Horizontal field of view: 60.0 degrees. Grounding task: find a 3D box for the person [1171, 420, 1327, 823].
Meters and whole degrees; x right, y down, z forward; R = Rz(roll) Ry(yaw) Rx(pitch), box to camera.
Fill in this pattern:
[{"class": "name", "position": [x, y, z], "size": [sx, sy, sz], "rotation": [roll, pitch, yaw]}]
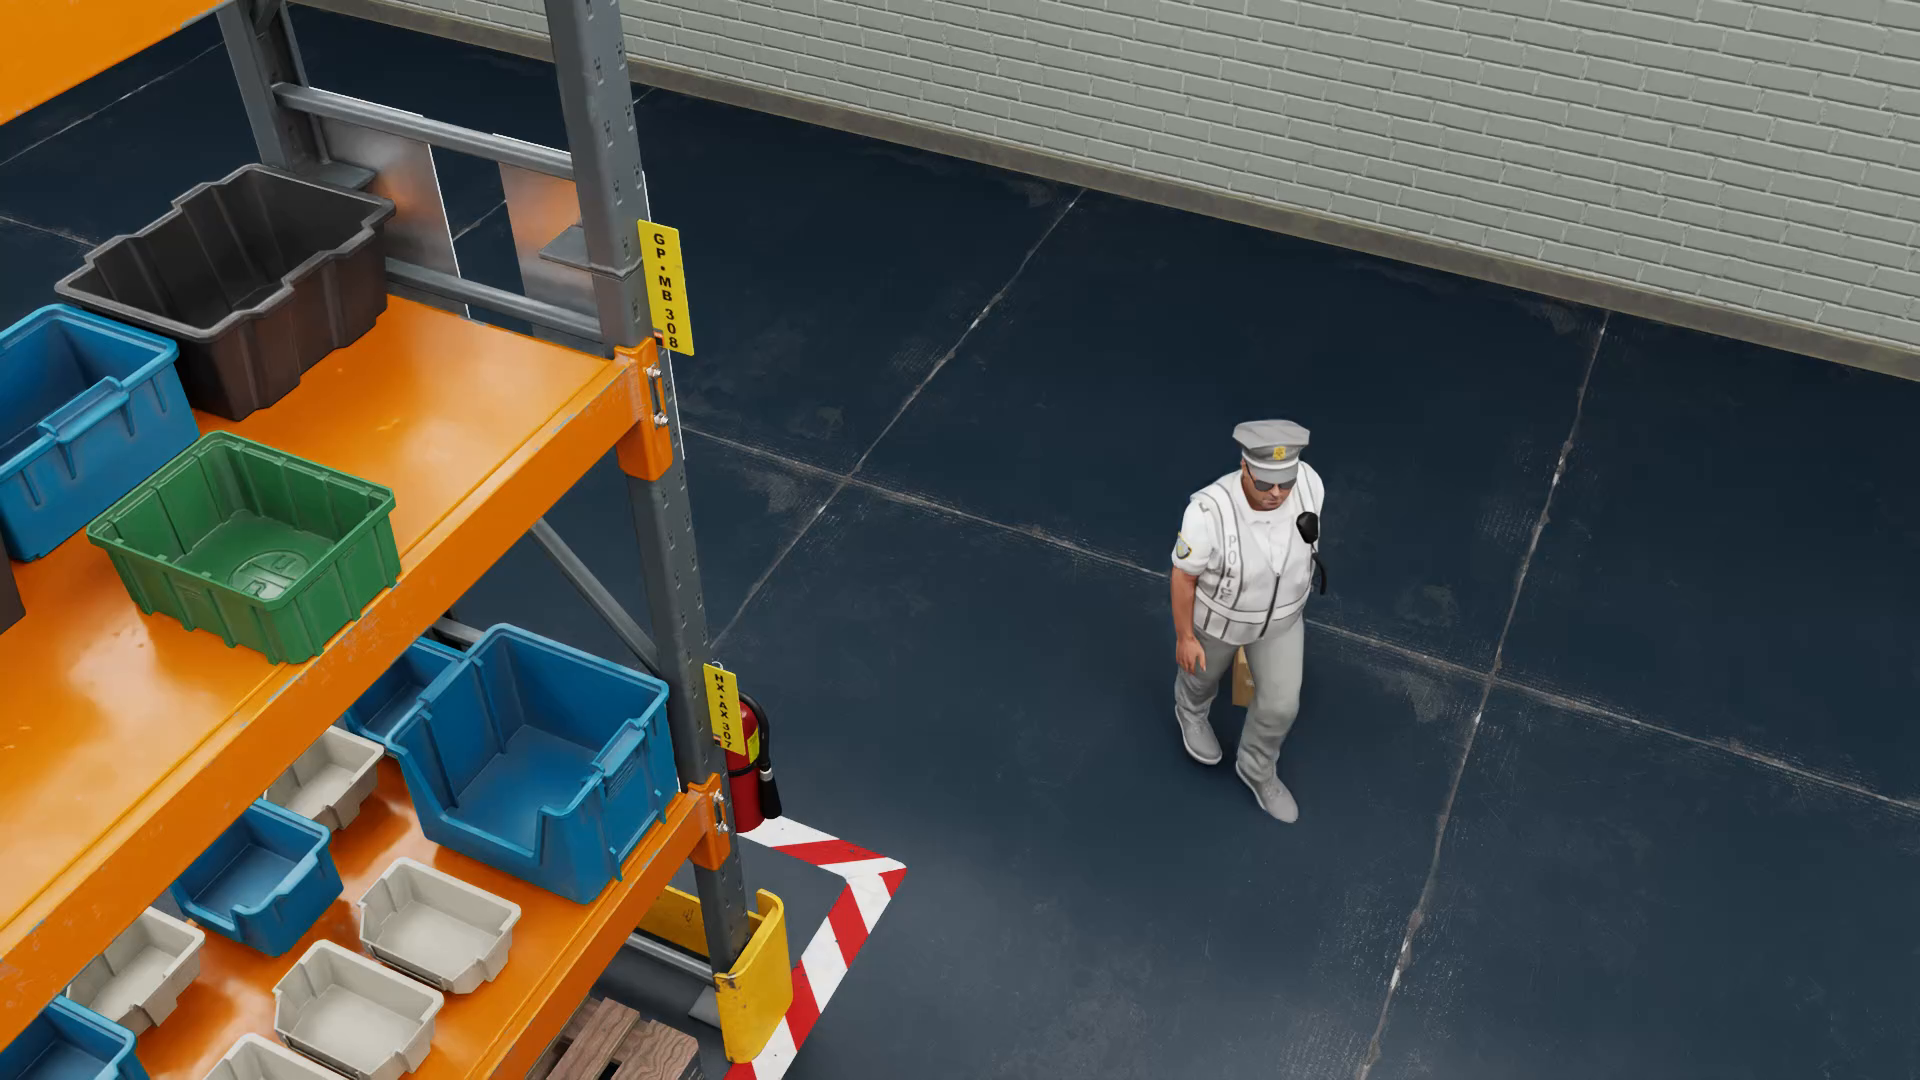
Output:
[{"class": "person", "position": [0.983, 0.249, 5.894], "size": [0.569, 1.804, 0.630], "rotation": [-8, 42, -9]}]
